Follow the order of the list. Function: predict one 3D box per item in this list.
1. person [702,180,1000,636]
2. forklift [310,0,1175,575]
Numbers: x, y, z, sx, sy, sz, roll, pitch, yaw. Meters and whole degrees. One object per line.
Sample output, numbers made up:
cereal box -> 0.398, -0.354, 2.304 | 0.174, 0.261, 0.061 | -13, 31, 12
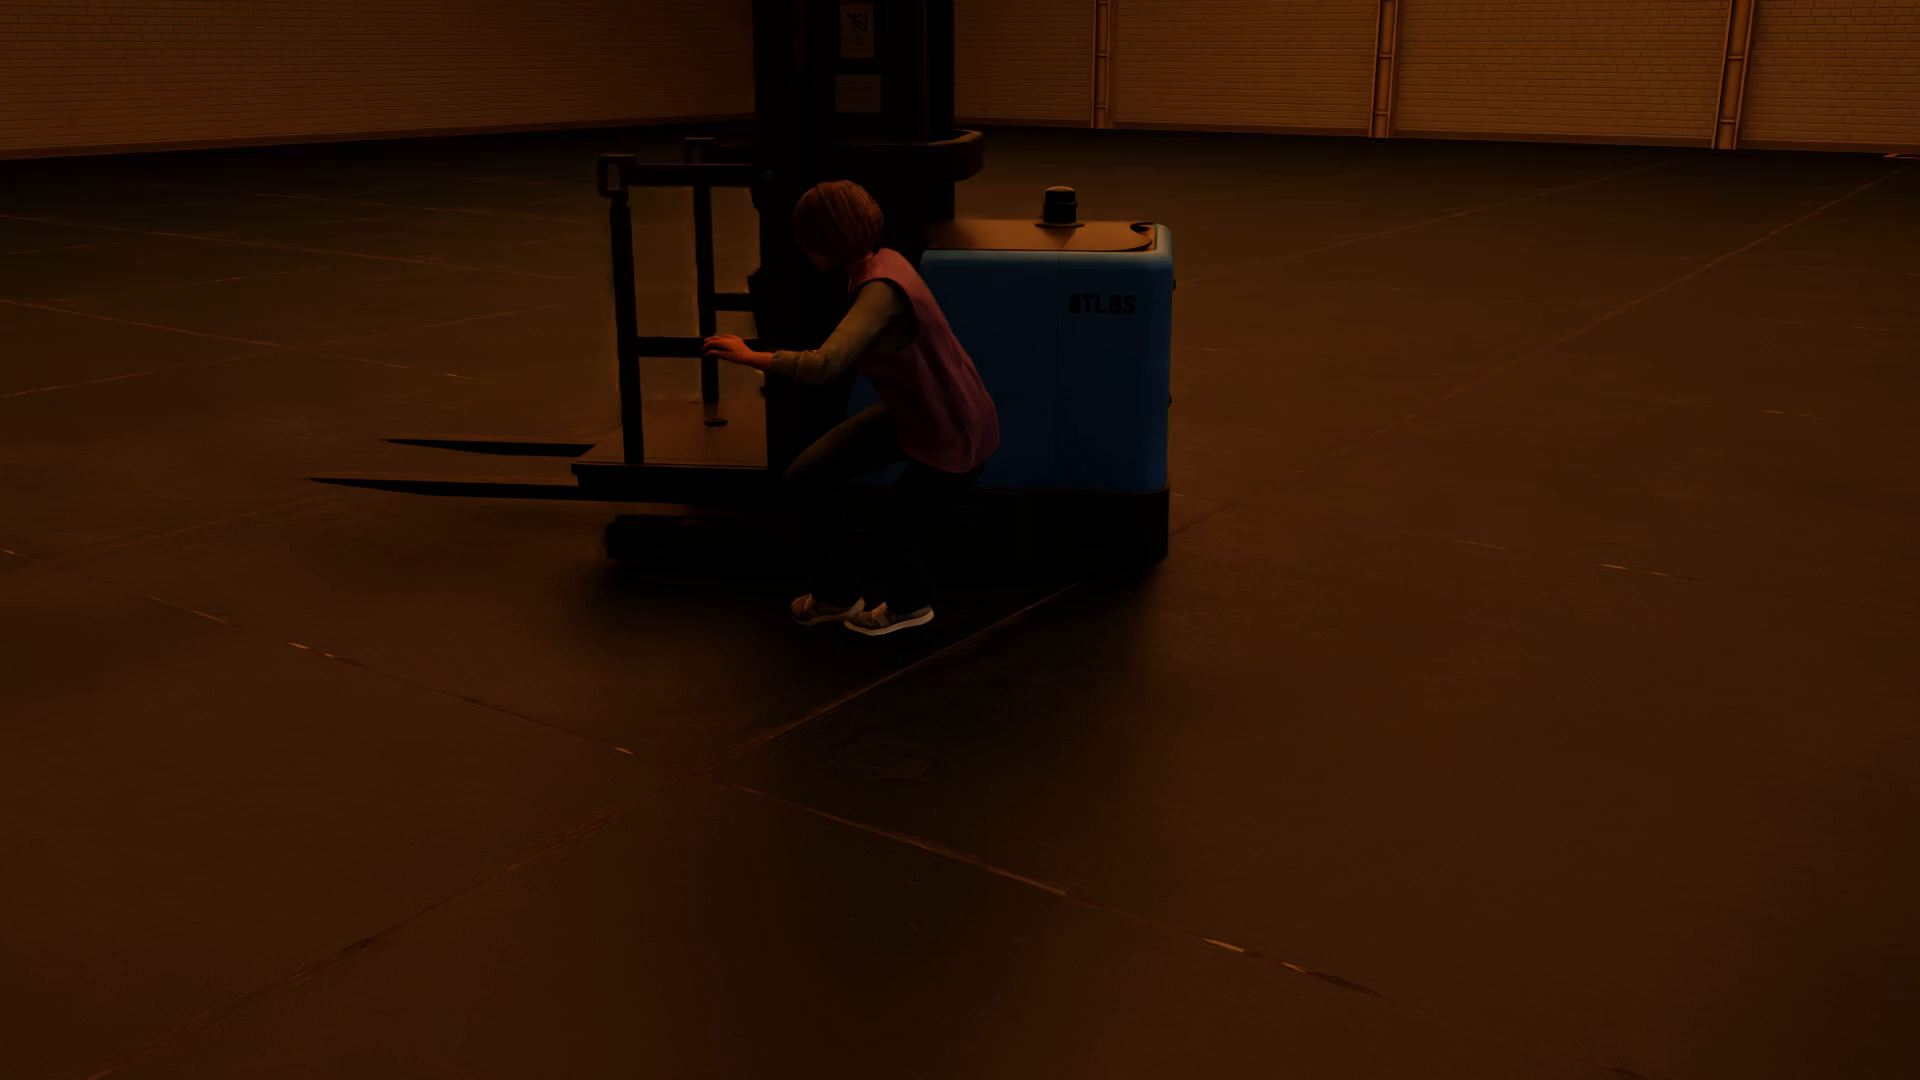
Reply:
person -> -0.314, -0.283, 4.492 | 0.806, 1.377, 0.837 | -7, 18, -21
forklift -> -0.769, -1.453, 5.693 | 3.031, 2.935, 1.130 | 2, 17, 6
